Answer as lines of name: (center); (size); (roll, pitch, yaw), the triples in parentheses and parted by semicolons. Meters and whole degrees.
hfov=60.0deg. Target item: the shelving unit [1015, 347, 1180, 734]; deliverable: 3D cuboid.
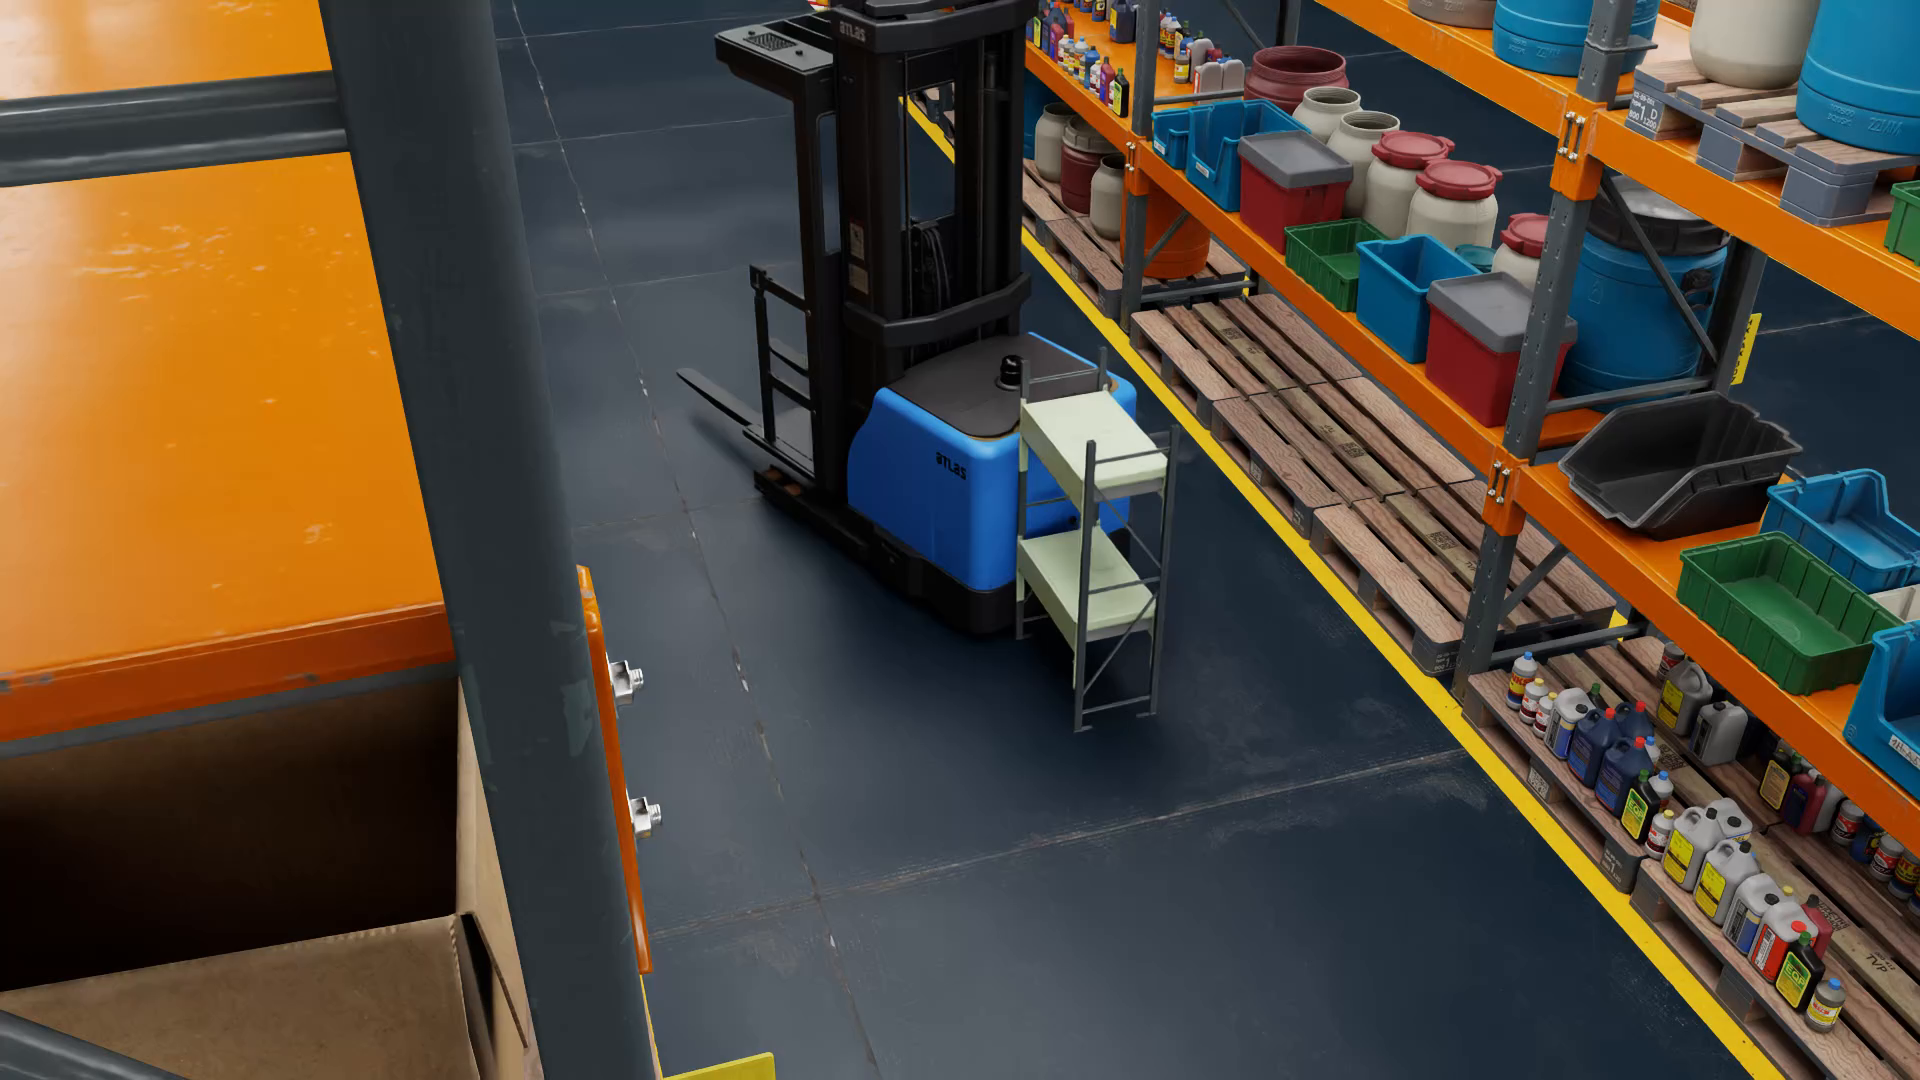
shelving unit: (0.577, 0.008, 7.378); (0.431, 1.500, 0.755); (-11, 35, -16)

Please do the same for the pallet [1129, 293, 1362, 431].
pallet: (1.735, -1.119, 10.252); (1.003, 0.211, 1.213); (-10, 35, -15)

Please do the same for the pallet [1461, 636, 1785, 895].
pallet: (2.921, 0.927, 7.155); (1.003, 0.211, 1.213); (-10, 35, -15)

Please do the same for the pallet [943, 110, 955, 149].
pallet: (0.511, -3.220, 13.432); (1.003, 0.211, 1.213); (-10, 35, -15)

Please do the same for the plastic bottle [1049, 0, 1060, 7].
plastic bottle: (0.653, -3.684, 11.721); (0.097, 0.271, 0.097); (0, 33, 0)

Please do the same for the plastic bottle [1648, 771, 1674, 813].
plastic bottle: (2.745, 1.023, 6.557); (0.097, 0.271, 0.097); (0, 33, 0)

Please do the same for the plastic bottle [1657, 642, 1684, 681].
plastic bottle: (3.163, 0.526, 7.372); (0.097, 0.201, 0.097); (0, 33, 0)

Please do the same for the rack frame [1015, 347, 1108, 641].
rack frame: (0.456, -0.183, 7.666); (0.400, 1.500, 0.023); (-11, 35, -16)

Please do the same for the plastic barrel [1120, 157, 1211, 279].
plastic barrel: (1.370, -2.220, 10.976); (0.600, 0.830, 0.708); (-10, 35, -15)

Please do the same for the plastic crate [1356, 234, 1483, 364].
plastic crate: (2.123, -1.116, 7.732); (0.392, 0.384, 0.575); (-10, 35, -15)

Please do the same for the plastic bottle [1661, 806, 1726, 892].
plastic bottle: (2.794, 1.142, 6.305); (0.144, 0.351, 0.185); (-10, 35, -15)

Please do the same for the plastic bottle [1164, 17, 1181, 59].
plastic bottle: (1.450, -3.423, 11.326); (0.097, 0.271, 0.097); (0, 33, 0)

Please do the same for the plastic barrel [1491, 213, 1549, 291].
plastic barrel: (2.673, -1.192, 7.709); (0.433, 0.535, 0.433); (0, 33, 0)

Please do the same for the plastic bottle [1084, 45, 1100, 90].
plastic bottle: (0.858, -3.070, 10.792); (0.097, 0.271, 0.097); (0, 33, 0)

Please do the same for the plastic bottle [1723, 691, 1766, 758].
plastic bottle: (3.285, 0.716, 6.949); (0.144, 0.351, 0.185); (-12, 35, -17)

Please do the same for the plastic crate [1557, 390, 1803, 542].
plastic crate: (2.794, -0.274, 6.499); (0.767, 0.338, 0.504); (-10, 35, -15)

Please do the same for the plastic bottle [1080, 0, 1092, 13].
plastic bottle: (0.937, -4.032, 12.247); (0.097, 0.271, 0.097); (0, 33, 0)

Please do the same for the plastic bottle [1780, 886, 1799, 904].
plastic bottle: (3.018, 1.357, 6.114); (0.097, 0.201, 0.097); (0, 33, 0)

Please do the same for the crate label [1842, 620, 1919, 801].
crate label: (3.157, 0.569, 5.136); (0.502, 0.435, 0.616); (-10, 35, -15)

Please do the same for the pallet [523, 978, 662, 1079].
pallet: (-0.934, 0.745, 2.261); (1.003, 0.211, 1.213); (-10, 35, -15)

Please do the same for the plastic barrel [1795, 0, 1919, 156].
plastic barrel: (2.957, -1.691, 5.032); (0.600, 0.901, 0.708); (-10, 35, -15)

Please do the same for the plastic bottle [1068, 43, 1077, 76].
plastic bottle: (0.769, -3.194, 11.043); (0.097, 0.201, 0.097); (0, 33, 0)

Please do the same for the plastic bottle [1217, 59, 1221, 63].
plastic bottle: (1.672, -3.011, 10.766); (0.097, 0.201, 0.097); (0, 33, 0)

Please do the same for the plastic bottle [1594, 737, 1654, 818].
plastic bottle: (2.664, 0.919, 6.643); (0.144, 0.351, 0.185); (-11, 35, -17)

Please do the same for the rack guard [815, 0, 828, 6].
rack guard: (-0.924, -5.864, 17.170); (1.175, 0.500, 0.348); (-10, 35, -15)

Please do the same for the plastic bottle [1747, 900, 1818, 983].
plastic bottle: (2.947, 1.430, 5.937); (0.152, 0.276, 0.135); (-10, 35, -14)

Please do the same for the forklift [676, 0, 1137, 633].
forklift: (-0.466, -1.520, 8.391); (1.130, 2.935, 3.031); (-25, 41, -32)

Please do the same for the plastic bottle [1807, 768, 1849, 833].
plastic bottle: (3.429, 1.003, 6.583); (0.152, 0.276, 0.135); (-9, 35, -14)

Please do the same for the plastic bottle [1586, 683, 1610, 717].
plastic bottle: (2.661, 0.742, 6.971); (0.061, 0.283, 0.133); (-10, 35, -15)

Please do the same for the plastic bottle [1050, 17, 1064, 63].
plastic bottle: (0.657, -3.388, 11.262); (0.061, 0.283, 0.133); (-10, 35, -15)

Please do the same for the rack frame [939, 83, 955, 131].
rack frame: (0.315, -4.796, 13.287); (1.000, 3.000, 0.127); (-10, 35, -15)

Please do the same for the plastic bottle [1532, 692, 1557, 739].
plastic bottle: (2.497, 0.736, 7.054); (0.097, 0.201, 0.097); (0, 33, 0)

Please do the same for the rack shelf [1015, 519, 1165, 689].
rack shelf: (0.577, 0.280, 7.558); (0.431, 0.370, 0.720); (-11, 35, -16)

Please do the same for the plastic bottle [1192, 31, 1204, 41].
plastic bottle: (1.573, -3.250, 11.053); (0.061, 0.283, 0.133); (-10, 35, -15)

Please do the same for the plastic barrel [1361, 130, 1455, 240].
plastic barrel: (2.317, -1.804, 8.636); (0.433, 0.535, 0.433); (0, 33, 0)

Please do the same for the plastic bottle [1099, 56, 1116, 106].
plastic bottle: (0.935, -2.909, 10.537); (0.061, 0.283, 0.133); (-10, 35, -15)

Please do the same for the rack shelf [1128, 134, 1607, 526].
rack shelf: (2.146, -1.346, 8.718); (1.077, 0.370, 4.000); (-10, 35, -15)

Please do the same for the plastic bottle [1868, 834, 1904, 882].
plastic bottle: (3.554, 1.200, 6.353); (0.097, 0.201, 0.097); (0, 33, 0)

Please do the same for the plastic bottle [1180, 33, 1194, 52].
plastic bottle: (1.503, -3.222, 11.022); (0.097, 0.271, 0.097); (0, 33, 0)

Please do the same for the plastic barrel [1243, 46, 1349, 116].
plastic barrel: (1.966, -2.560, 9.780); (0.600, 0.536, 0.708); (-10, 35, -15)

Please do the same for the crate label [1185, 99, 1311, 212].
crate label: (1.581, -2.143, 9.241); (0.502, 0.435, 0.616); (-10, 35, -15)

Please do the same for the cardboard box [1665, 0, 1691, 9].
cardboard box: (5.558, -4.323, 12.480); (0.500, 0.500, 0.500); (-11, 35, -16)

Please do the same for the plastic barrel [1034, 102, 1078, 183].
plastic barrel: (0.768, -2.961, 12.387); (0.421, 0.512, 0.421); (0, 33, 0)

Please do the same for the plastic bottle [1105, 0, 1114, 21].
plastic bottle: (1.120, -3.943, 12.108); (0.152, 0.276, 0.135); (-10, 35, -15)

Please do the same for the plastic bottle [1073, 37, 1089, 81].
plastic bottle: (0.799, -3.172, 10.946); (0.097, 0.271, 0.097); (0, 33, 0)

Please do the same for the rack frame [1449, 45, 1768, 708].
rack frame: (2.756, -0.596, 6.931); (1.000, 3.000, 0.127); (-10, 35, -15)

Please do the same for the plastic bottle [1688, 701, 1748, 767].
plastic bottle: (3.152, 0.786, 6.912); (0.152, 0.276, 0.135); (-10, 35, -15)

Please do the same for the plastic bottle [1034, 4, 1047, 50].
plastic bottle: (0.560, -3.555, 11.515); (0.061, 0.283, 0.133); (-10, 35, -15)
